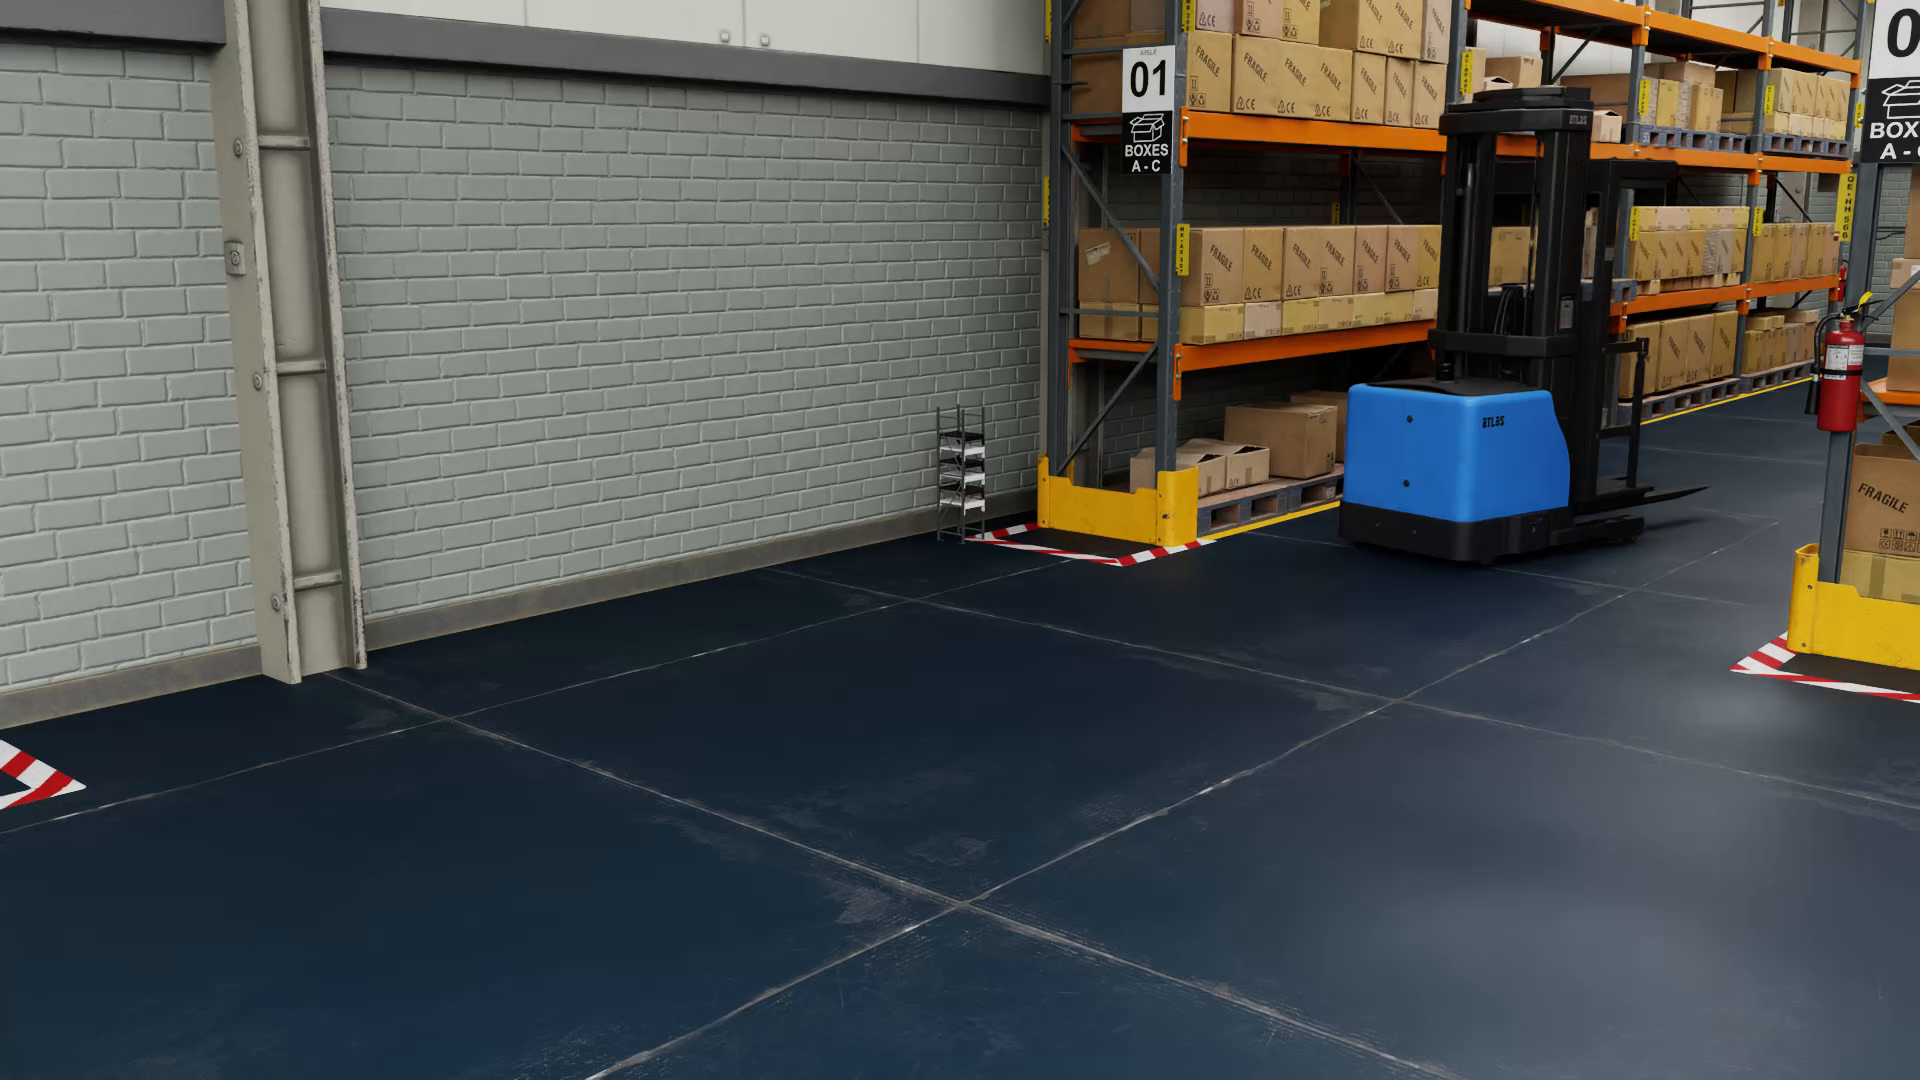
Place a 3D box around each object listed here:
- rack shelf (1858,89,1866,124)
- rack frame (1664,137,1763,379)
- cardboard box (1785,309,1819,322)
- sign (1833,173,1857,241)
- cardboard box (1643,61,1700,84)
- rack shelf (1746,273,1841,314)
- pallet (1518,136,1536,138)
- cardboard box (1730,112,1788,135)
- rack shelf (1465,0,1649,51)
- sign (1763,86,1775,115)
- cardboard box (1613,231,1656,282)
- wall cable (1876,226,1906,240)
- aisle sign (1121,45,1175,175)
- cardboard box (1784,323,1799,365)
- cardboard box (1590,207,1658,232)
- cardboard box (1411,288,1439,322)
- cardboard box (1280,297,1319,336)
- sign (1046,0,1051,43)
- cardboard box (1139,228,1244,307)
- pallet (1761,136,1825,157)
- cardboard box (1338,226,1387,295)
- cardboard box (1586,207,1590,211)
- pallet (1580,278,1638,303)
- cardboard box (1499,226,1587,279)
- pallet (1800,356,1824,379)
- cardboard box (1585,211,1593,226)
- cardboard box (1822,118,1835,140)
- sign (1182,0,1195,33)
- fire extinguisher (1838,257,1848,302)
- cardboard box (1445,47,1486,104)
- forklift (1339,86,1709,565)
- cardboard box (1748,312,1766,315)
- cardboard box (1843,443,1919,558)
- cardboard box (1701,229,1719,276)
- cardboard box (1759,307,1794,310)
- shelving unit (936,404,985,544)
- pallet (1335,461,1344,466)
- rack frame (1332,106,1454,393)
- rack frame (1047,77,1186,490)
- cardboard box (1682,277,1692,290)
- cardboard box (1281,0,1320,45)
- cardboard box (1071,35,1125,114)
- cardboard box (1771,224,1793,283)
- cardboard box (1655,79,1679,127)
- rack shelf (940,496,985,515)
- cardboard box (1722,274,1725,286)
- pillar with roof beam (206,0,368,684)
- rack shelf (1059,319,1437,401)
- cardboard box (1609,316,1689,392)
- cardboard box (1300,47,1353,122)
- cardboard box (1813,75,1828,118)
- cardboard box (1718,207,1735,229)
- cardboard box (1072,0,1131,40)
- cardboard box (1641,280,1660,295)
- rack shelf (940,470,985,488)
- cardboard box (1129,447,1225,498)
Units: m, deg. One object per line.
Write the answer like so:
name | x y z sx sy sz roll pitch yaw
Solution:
rack shelf | 6.062 -2.282 9.157 1.077 0.370 4.000 10 15 40
rack frame | 8.939 -3.275 19.950 1.000 3.000 0.127 10 15 40
cardboard box | 11.245 -3.003 22.244 0.380 0.149 0.250 10 15 40
sign | 4.343 -1.626 8.132 0.100 0.325 0.005 10 15 40
cardboard box | 7.907 -5.183 18.550 0.500 0.250 0.500 9 15 39
rack shelf | 10.259 -3.217 21.494 1.077 0.370 4.000 10 15 40
pallet | 4.828 -3.707 14.934 1.213 0.211 1.003 10 15 40
cardboard box | 9.593 -4.995 19.959 0.500 0.250 0.500 10 15 40
rack shelf | 4.979 -4.785 15.052 1.077 0.370 4.000 10 15 40
sign | 9.353 -5.085 19.231 0.100 0.325 0.005 10 15 40
cardboard box | 6.812 -2.930 17.155 0.500 0.500 0.500 10 15 42
wall cable | 15.582 -6.069 26.548 3.097 2.526 0.112 10 15 40
aisle sign | 1.196 -2.735 10.609 0.394 0.787 0.004 10 15 40
cardboard box | 10.531 -2.580 21.780 0.700 0.500 0.500 9 14 39
cardboard box | 6.811 -3.297 17.078 0.500 0.250 0.500 10 15 42
cardboard box | 3.573 -1.925 13.525 0.500 0.250 0.500 10 15 40
cardboard box | 2.251 -1.629 12.040 0.500 0.250 0.500 9 15 39
sign | 0.614 -3.489 11.104 0.100 0.325 0.005 10 15 40
cardboard box | 1.559 -1.845 11.207 0.500 0.500 0.500 10 15 40
pallet | 10.293 -5.000 21.155 1.003 0.211 1.213 10 15 40
cardboard box | 2.913 -2.146 12.713 0.500 0.500 0.500 9 15 39
cardboard box | 6.403 -3.359 17.391 0.500 0.250 0.500 10 15 42
pallet | 5.908 -2.474 16.429 1.213 0.211 1.003 10 15 40
cardboard box | 5.647 -2.795 16.169 0.700 0.500 0.500 8 14 35
pallet | 11.111 -2.368 22.530 1.003 0.211 1.213 10 15 40
cardboard box | 6.094 -3.215 16.614 0.380 0.149 0.250 7 14 33
cardboard box | 10.953 -5.297 21.471 0.500 0.250 0.500 9 14 38
sign | 1.426 -3.339 10.380 0.100 0.325 0.005 10 15 40
fire extinguisher | 12.026 -3.605 22.753 0.296 0.674 0.183 10 15 40
cardboard box | 4.079 -3.894 14.063 0.500 0.500 0.500 -9 15 -39
forklift | 3.989 -1.485 11.162 3.031 2.935 1.130 -8 14 -35
cardboard box | 10.289 -2.903 21.743 0.380 0.149 0.250 10 15 41
cardboard box | 4.872 -0.212 8.649 0.500 0.500 0.500 10 15 40
cardboard box | 8.157 -3.230 18.659 0.500 0.500 0.500 10 15 40
cardboard box | 11.125 -3.090 22.678 0.380 0.149 0.250 10 15 41
shelving unit | 0.005 -0.442 11.129 0.258 0.900 0.210 10 15 40
pallet | 3.242 -0.627 13.813 1.003 0.211 1.213 10 15 40
rack frame | 3.658 -2.098 14.057 1.000 3.000 0.127 10 15 40
rack frame | 1.018 -1.510 11.111 1.000 3.000 0.127 10 15 40
cardboard box | 7.873 -2.856 18.445 0.380 0.149 0.250 10 15 42
cardboard box | 2.154 -3.699 11.555 0.500 0.500 0.500 10 15 42
cardboard box | 1.103 -3.133 11.276 0.500 0.500 0.500 -11 16 -43
cardboard box | 9.796 -3.607 20.844 0.980 0.700 0.700 9 15 39
cardboard box | 7.261 -4.666 17.875 0.700 0.500 0.500 11 16 43
rack shelf | 0.005 -0.233 11.171 0.258 0.077 0.200 10 15 40
cardboard box | 8.575 -3.003 19.178 0.380 0.149 0.250 10 15 42
pillar with roof beam | 0.103 -3.227 4.392 9.100 9.000 0.400 10 15 40
rack shelf | 2.338 -1.451 12.654 1.077 0.370 4.000 10 15 40
cardboard box | 7.466 -2.058 18.271 0.750 0.750 0.750 10 15 40
cardboard box | 2.485 -3.289 12.056 0.500 0.500 0.500 11 16 44
cardboard box | 10.625 -5.591 21.026 0.500 0.500 0.500 9 14 38
cardboard box | 8.478 -3.672 18.956 0.500 0.250 0.500 10 15 42
cardboard box | 1.106 -3.627 11.194 0.500 0.500 0.500 11 15 43
cardboard box | 7.102 -2.656 17.440 0.380 0.149 0.250 10 15 42
rack shelf | 0.005 -0.410 11.135 0.258 0.077 0.200 10 15 40
cardboard box | 1.542 -0.497 11.782 0.500 0.311 0.500 8 14 34
